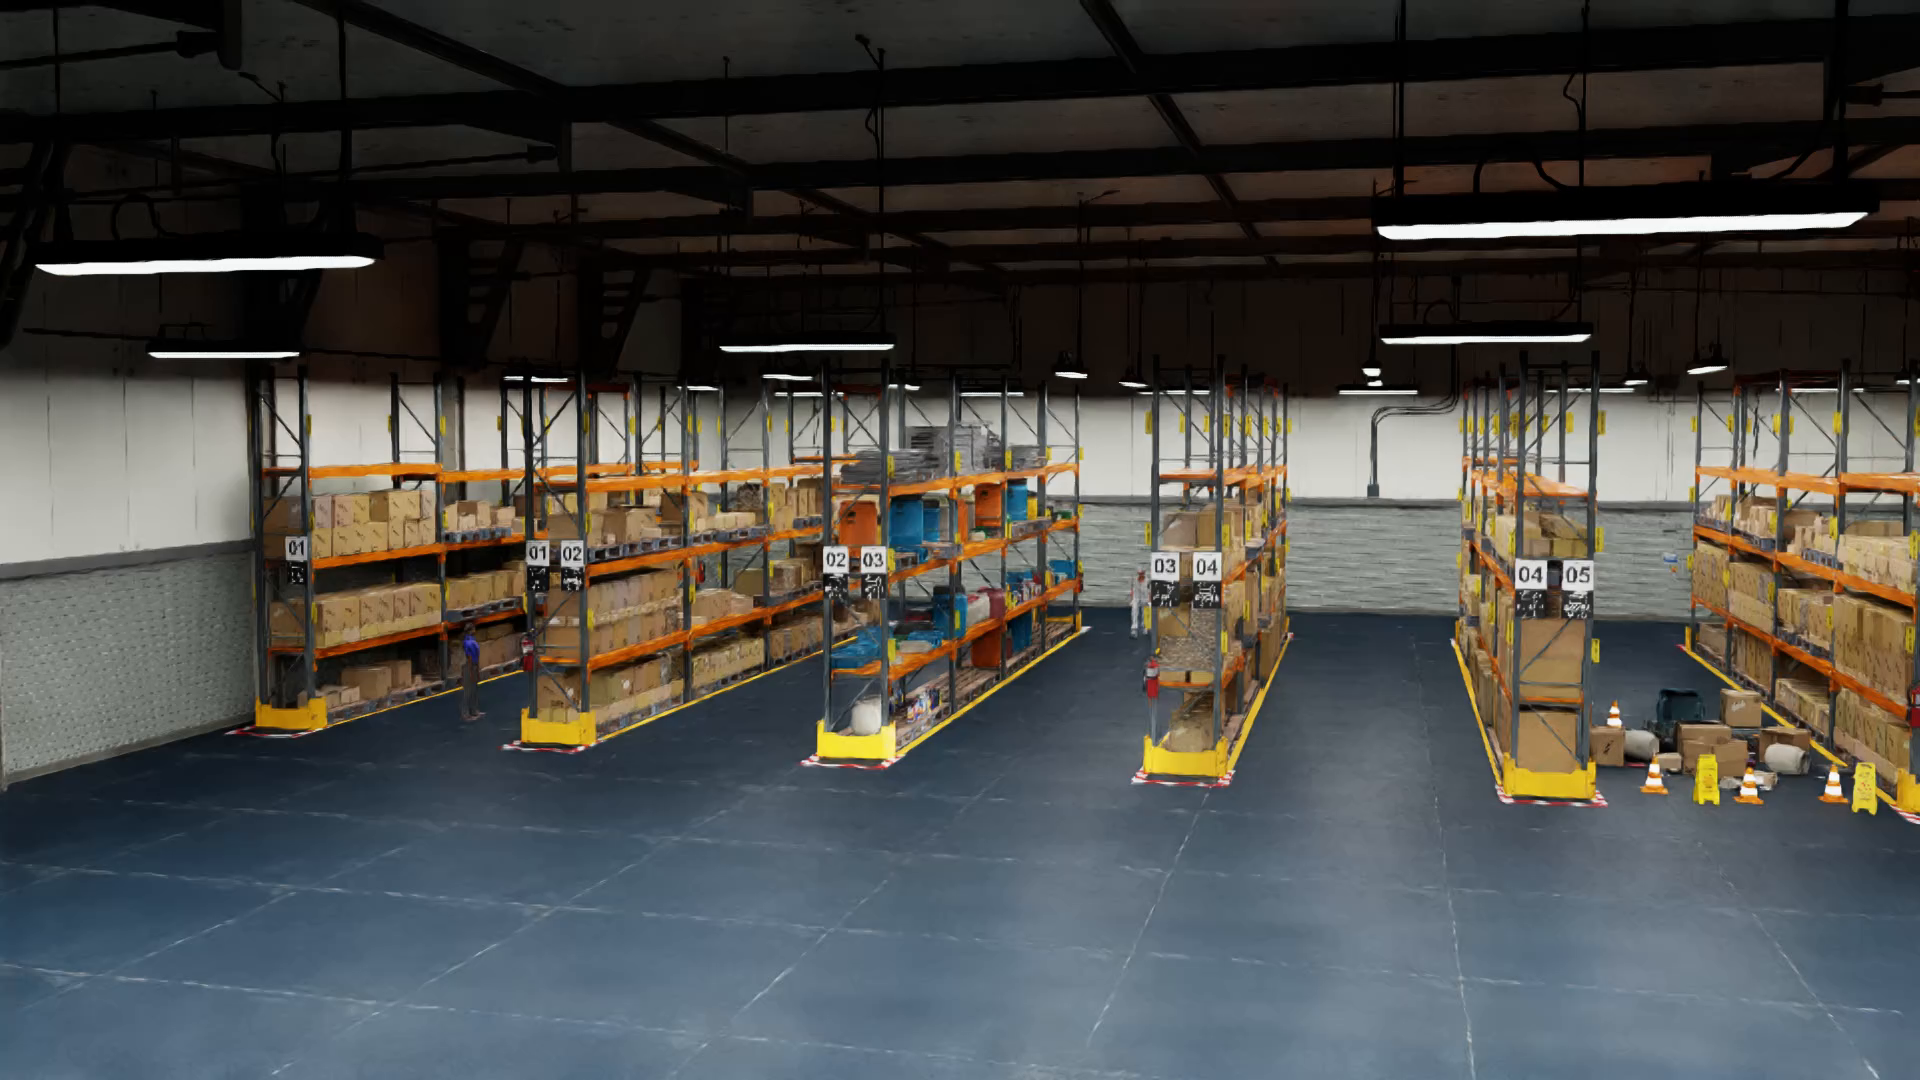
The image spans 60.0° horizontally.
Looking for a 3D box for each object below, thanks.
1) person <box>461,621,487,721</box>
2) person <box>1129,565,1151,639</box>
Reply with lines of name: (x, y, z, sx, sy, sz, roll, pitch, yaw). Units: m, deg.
person: (-8.293, 2.211, 28.297, 0.422, 1.663, 0.502, -1, 4, -15)
person: (4.247, 1.439, 39.009, 0.551, 1.707, 1.109, 1, 4, 12)
